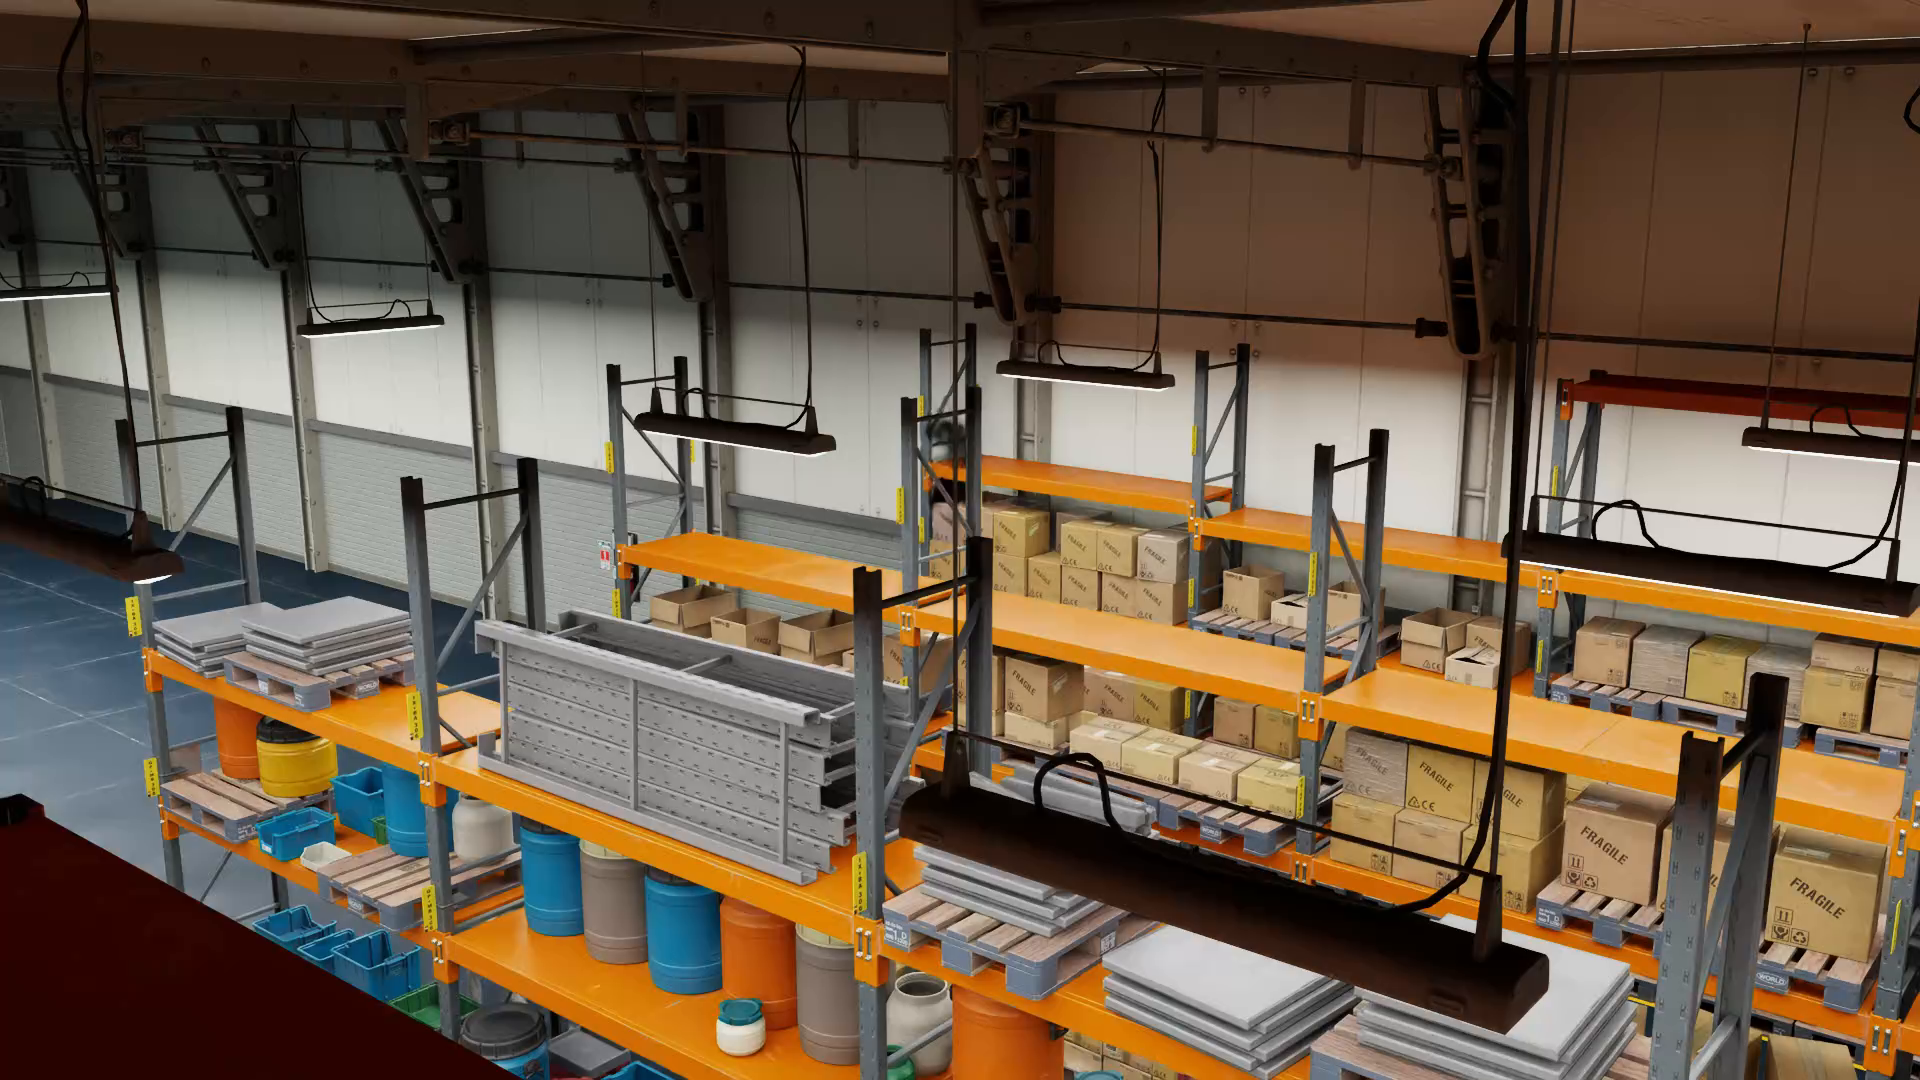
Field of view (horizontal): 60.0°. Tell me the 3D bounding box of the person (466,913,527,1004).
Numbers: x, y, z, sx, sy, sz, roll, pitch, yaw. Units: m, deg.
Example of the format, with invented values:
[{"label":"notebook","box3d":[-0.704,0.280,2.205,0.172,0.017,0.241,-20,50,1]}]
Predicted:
[{"label":"person","box3d":[-4.416,3.822,15.577,0.838,1.607,0.531,6,14,24]}]
